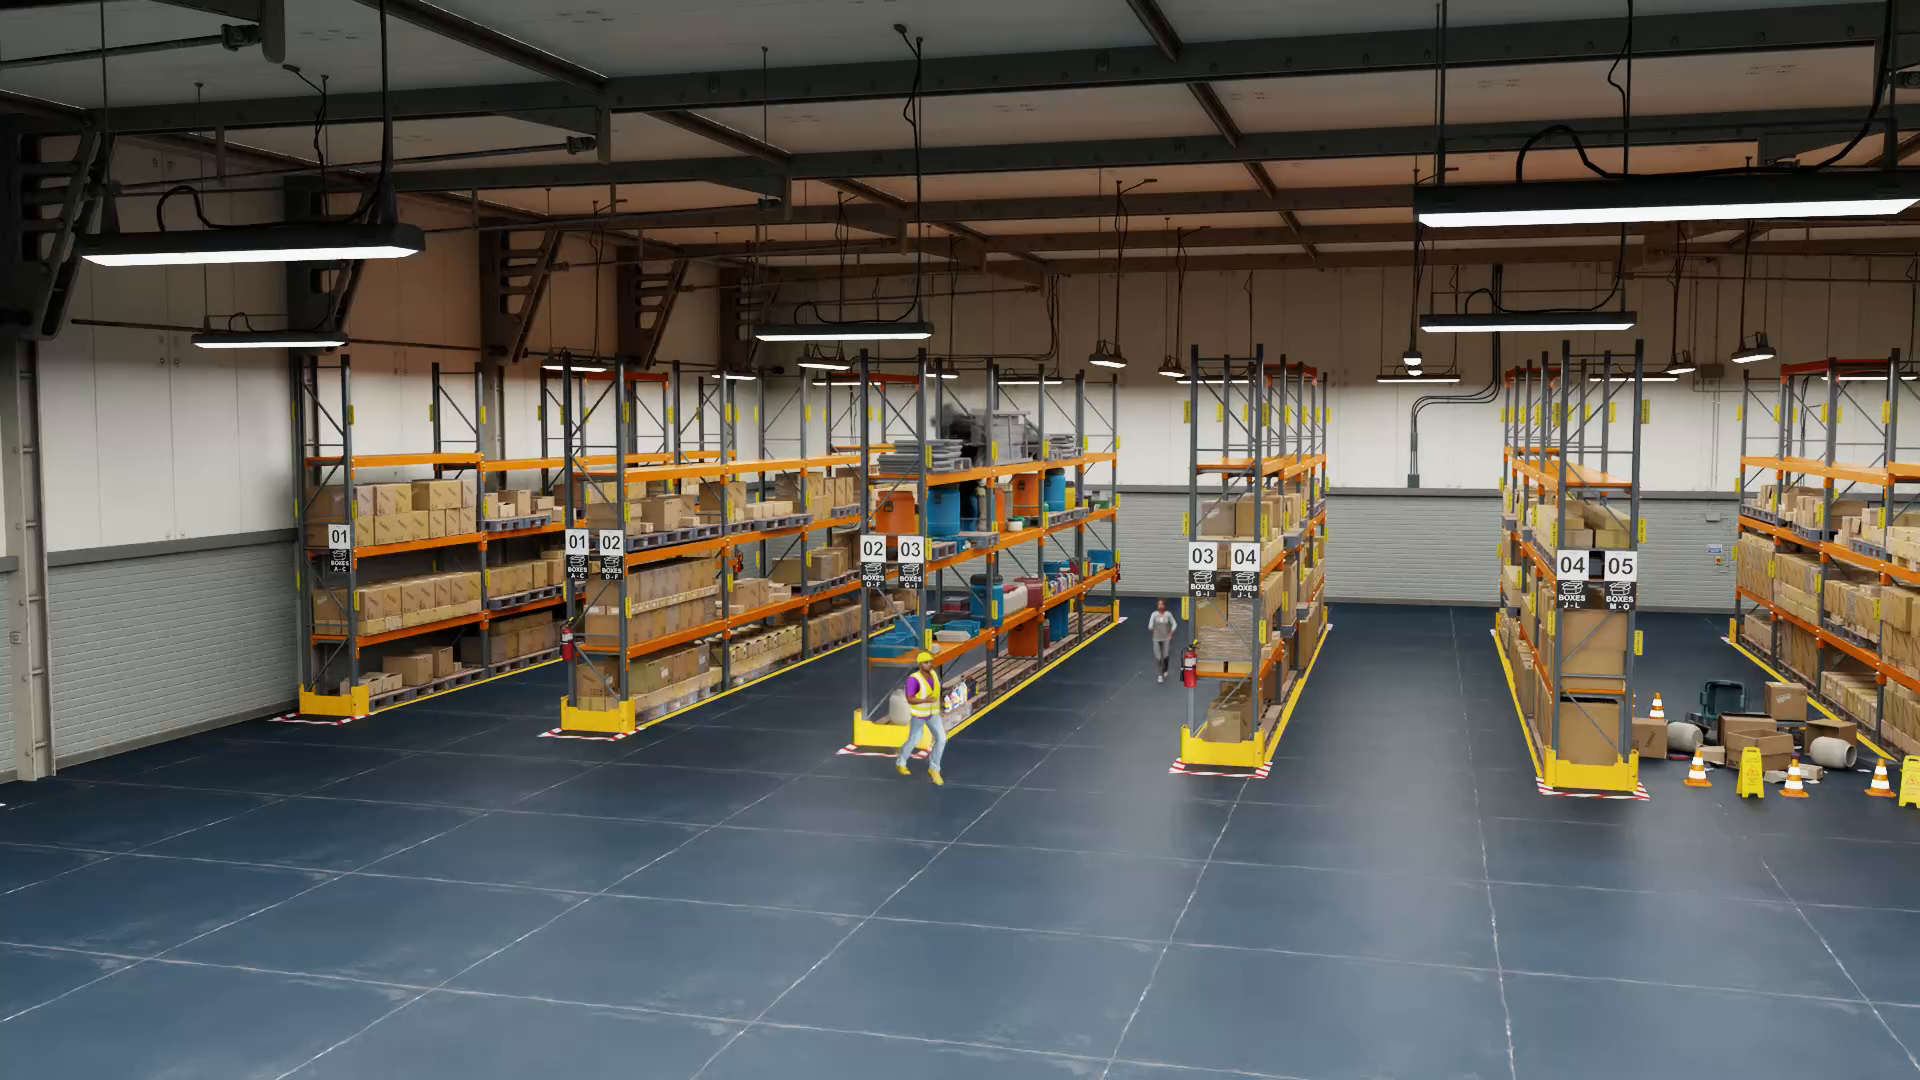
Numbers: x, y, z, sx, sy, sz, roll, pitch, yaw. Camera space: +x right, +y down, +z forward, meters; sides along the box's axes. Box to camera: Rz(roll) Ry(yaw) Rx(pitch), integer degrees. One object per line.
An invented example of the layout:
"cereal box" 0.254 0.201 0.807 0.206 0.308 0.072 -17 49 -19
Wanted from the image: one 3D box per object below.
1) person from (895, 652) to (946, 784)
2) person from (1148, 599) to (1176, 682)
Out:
"person" -0.494 2.423 22.749 0.711 1.816 0.898 -3 5 -37
"person" 3.763 1.885 31.012 0.522 1.559 0.555 1 4 10
